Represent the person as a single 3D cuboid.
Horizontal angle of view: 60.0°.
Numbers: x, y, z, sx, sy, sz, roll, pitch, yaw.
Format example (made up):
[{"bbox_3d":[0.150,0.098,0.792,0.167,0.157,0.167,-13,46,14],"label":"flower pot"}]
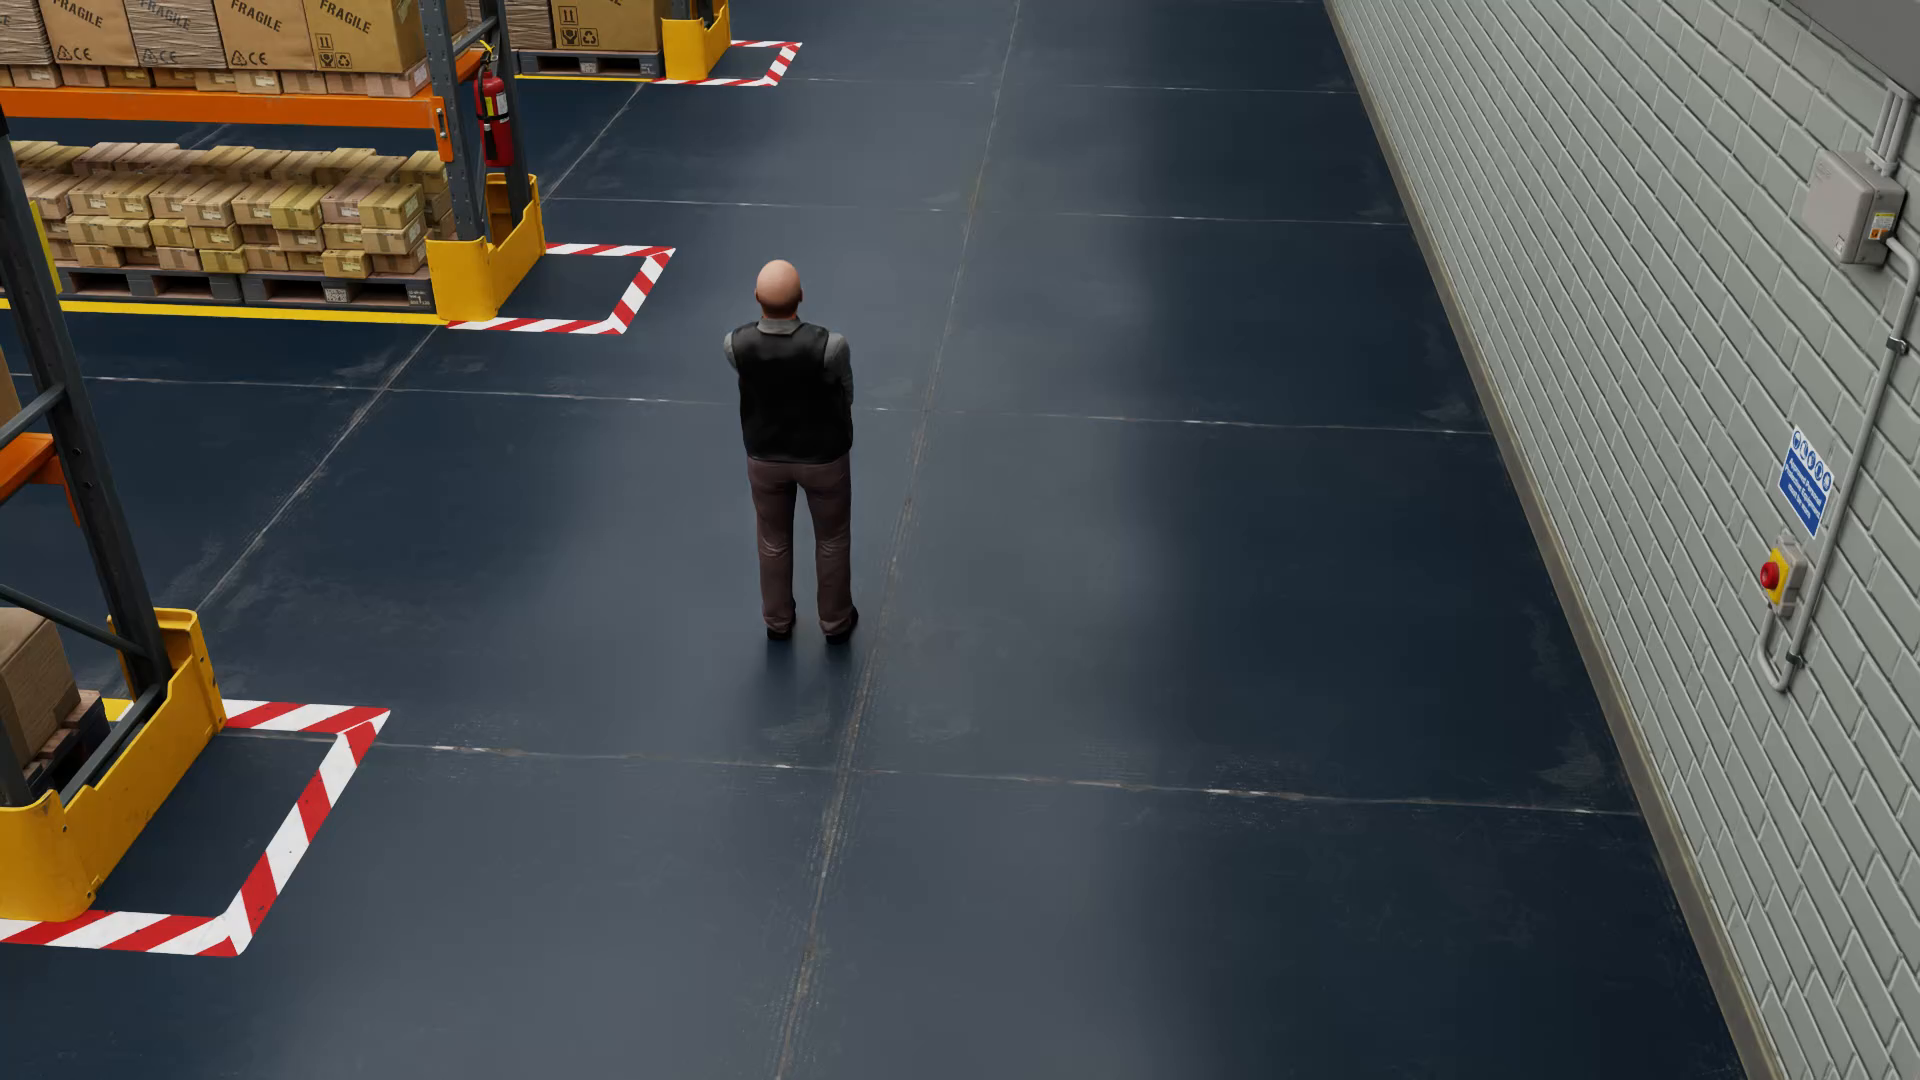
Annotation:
[{"bbox_3d":[-0.661,-0.392,6.802,0.494,1.711,0.539,3,32,5],"label":"person"}]
